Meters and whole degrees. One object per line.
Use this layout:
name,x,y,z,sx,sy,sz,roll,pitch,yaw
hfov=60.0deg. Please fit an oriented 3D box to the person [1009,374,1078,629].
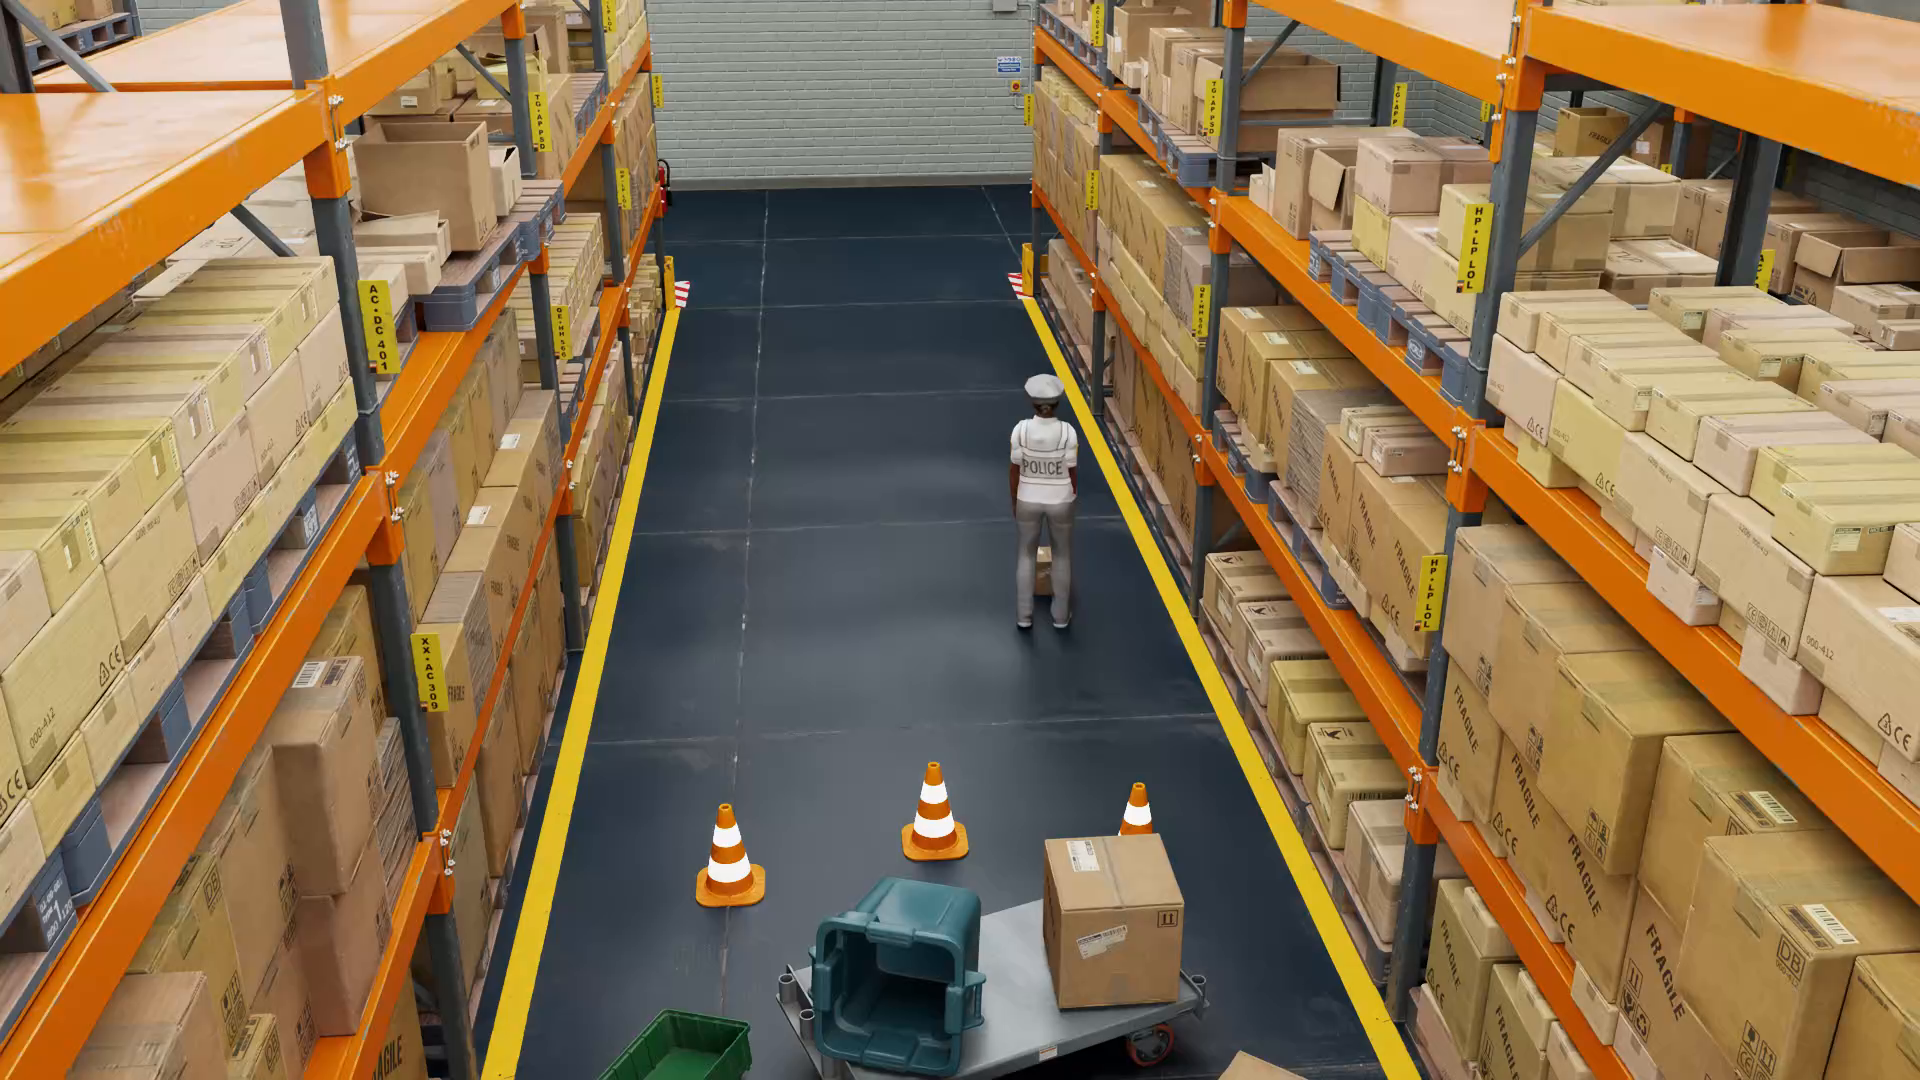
person,0.531,-0.233,10.633,0.436,1.687,0.341,3,24,7
